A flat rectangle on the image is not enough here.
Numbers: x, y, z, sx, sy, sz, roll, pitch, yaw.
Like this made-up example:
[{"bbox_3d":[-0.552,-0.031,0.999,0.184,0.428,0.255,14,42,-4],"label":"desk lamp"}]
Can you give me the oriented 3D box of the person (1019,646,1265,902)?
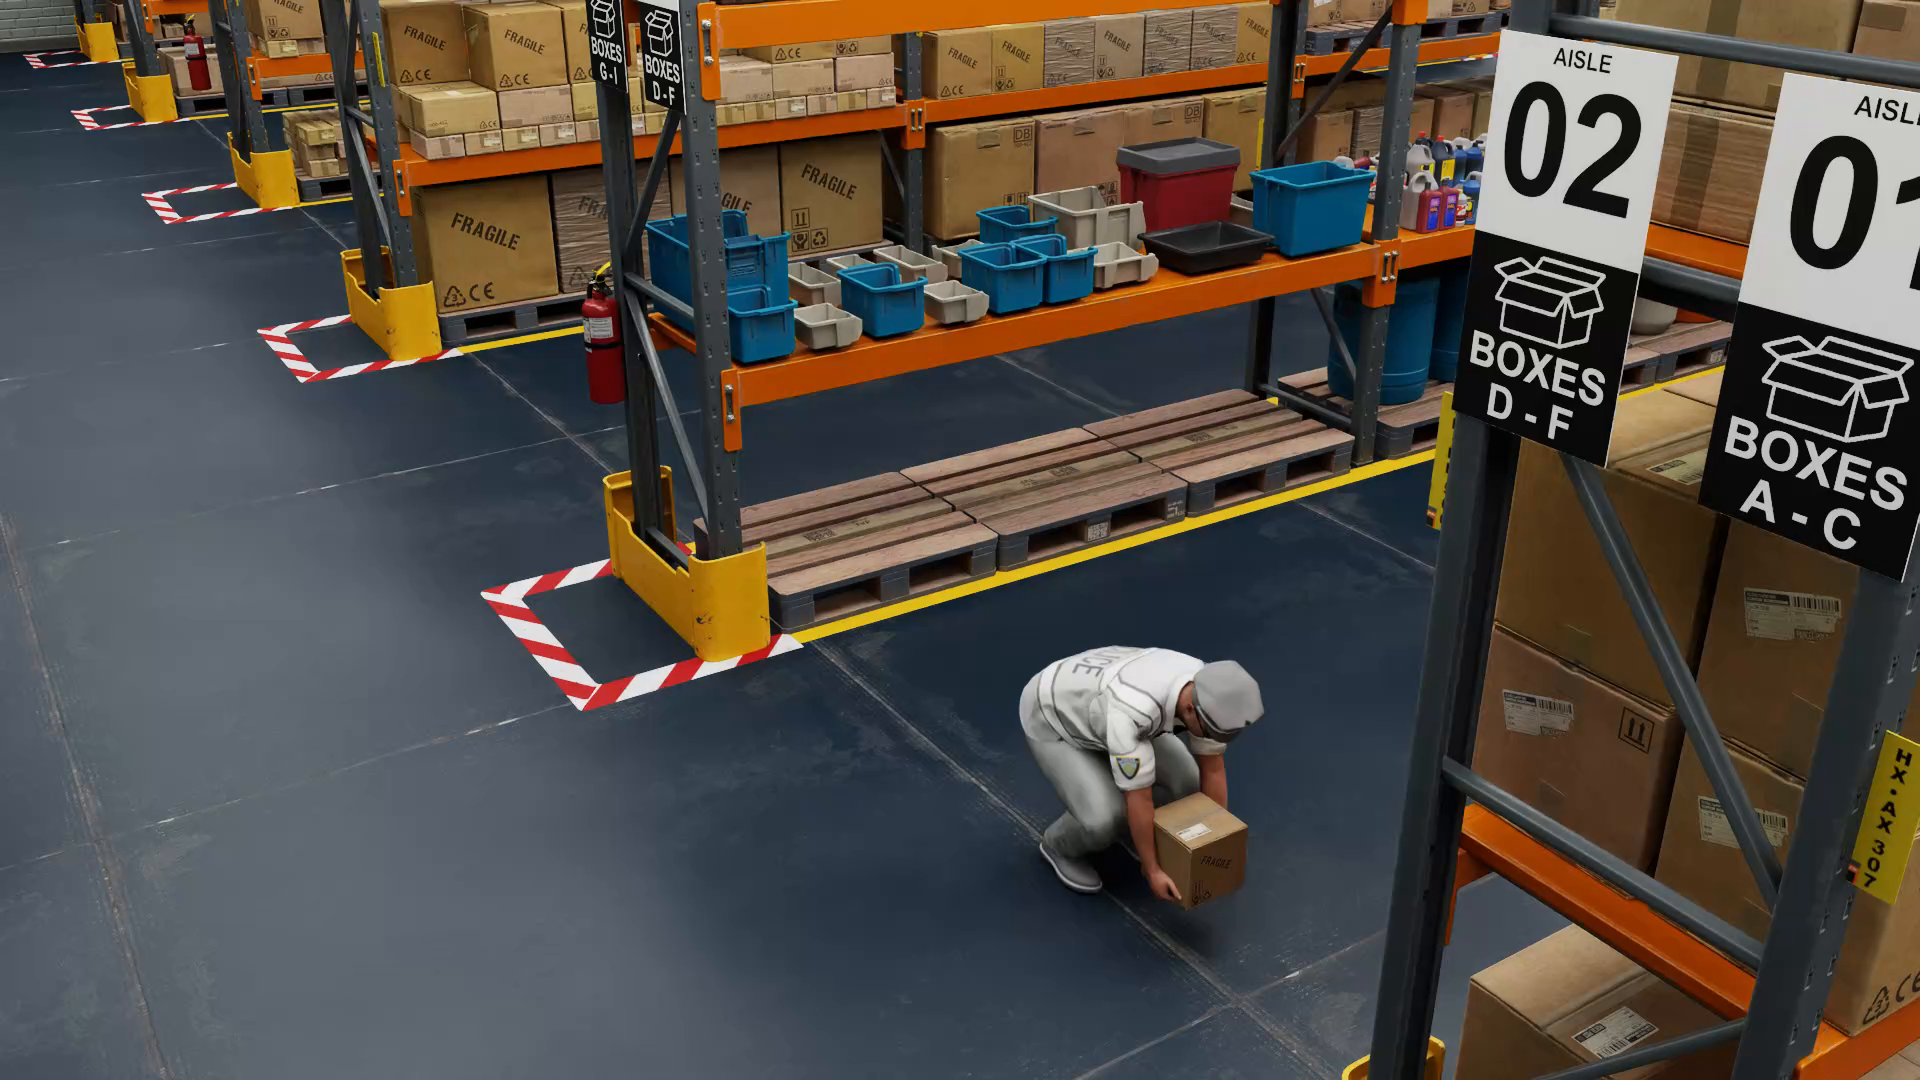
[{"bbox_3d":[0.616,0.771,5.816,0.532,1.027,0.968,-16,29,-31],"label":"person"}]
